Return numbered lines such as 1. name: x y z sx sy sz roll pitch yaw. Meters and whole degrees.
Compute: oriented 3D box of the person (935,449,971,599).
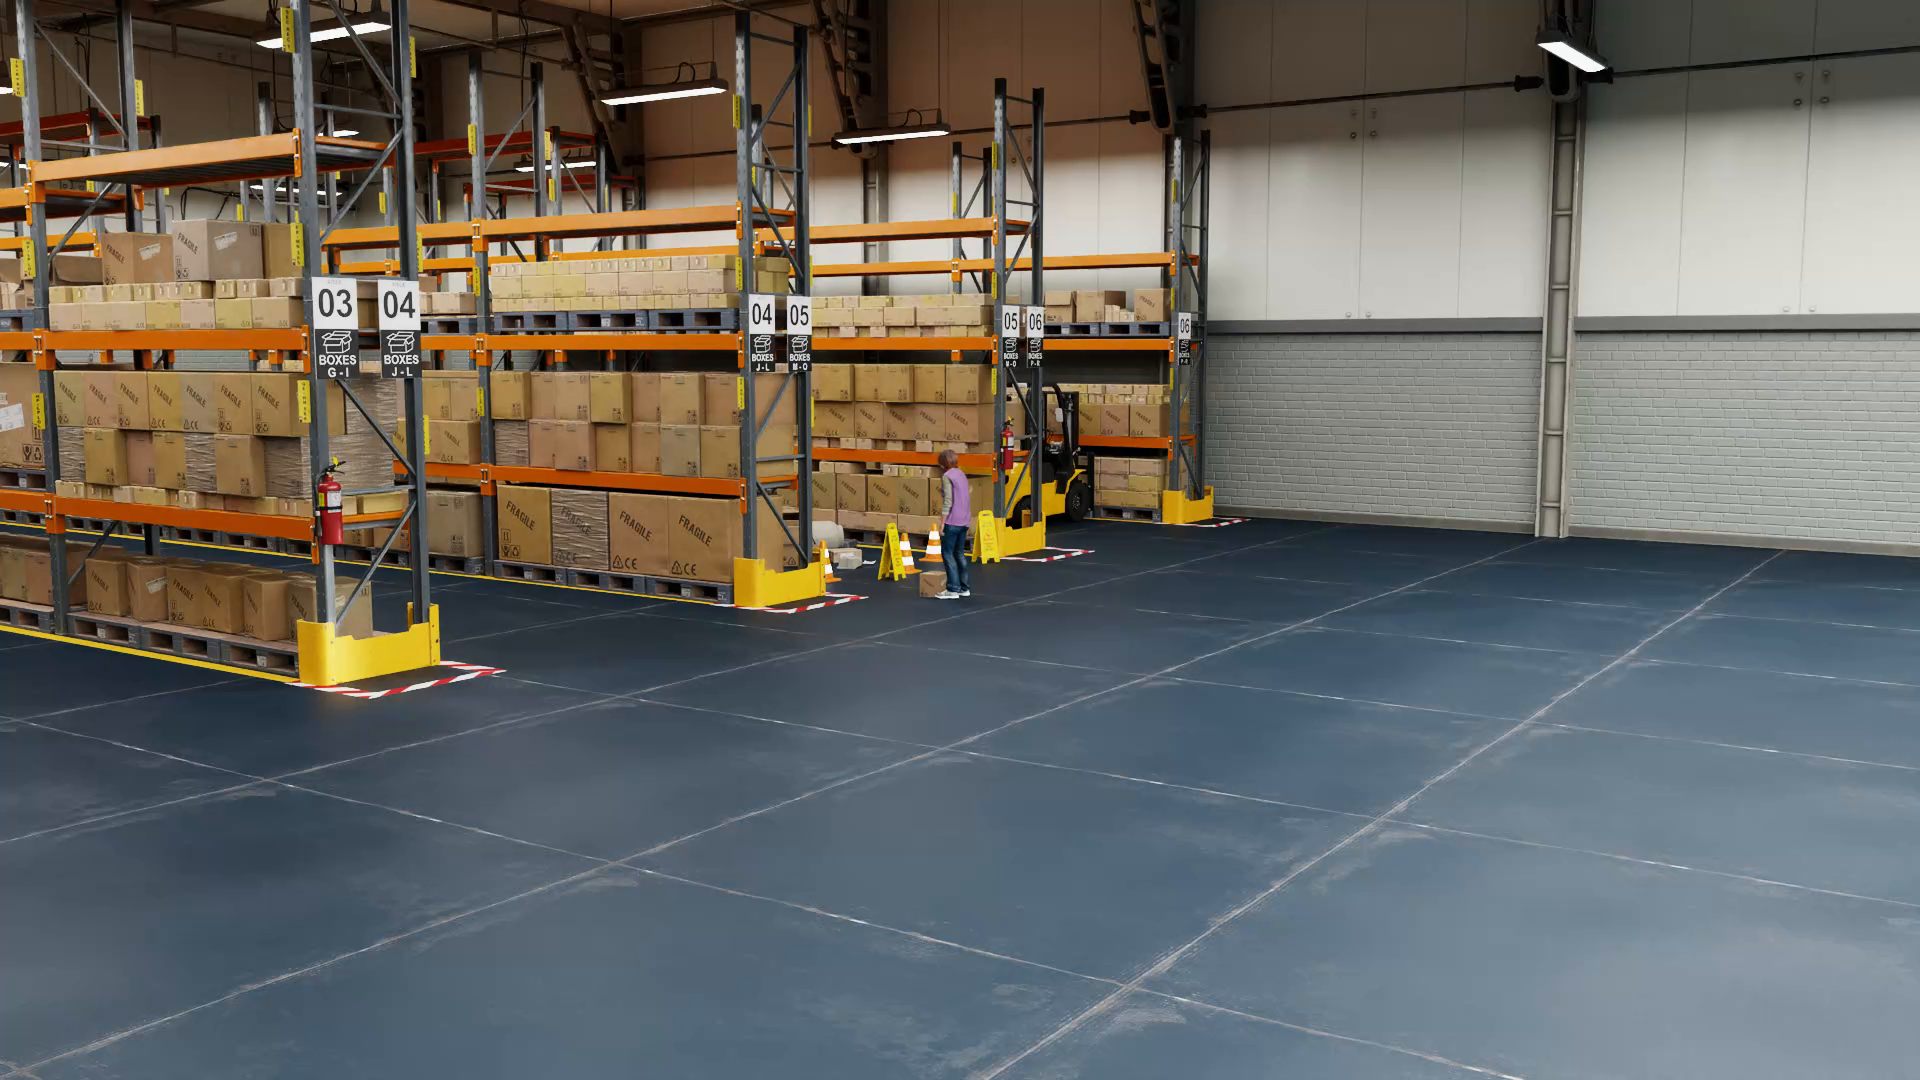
1. person: -0.064 -0.174 17.715 0.343 1.593 0.485 4 8 30
